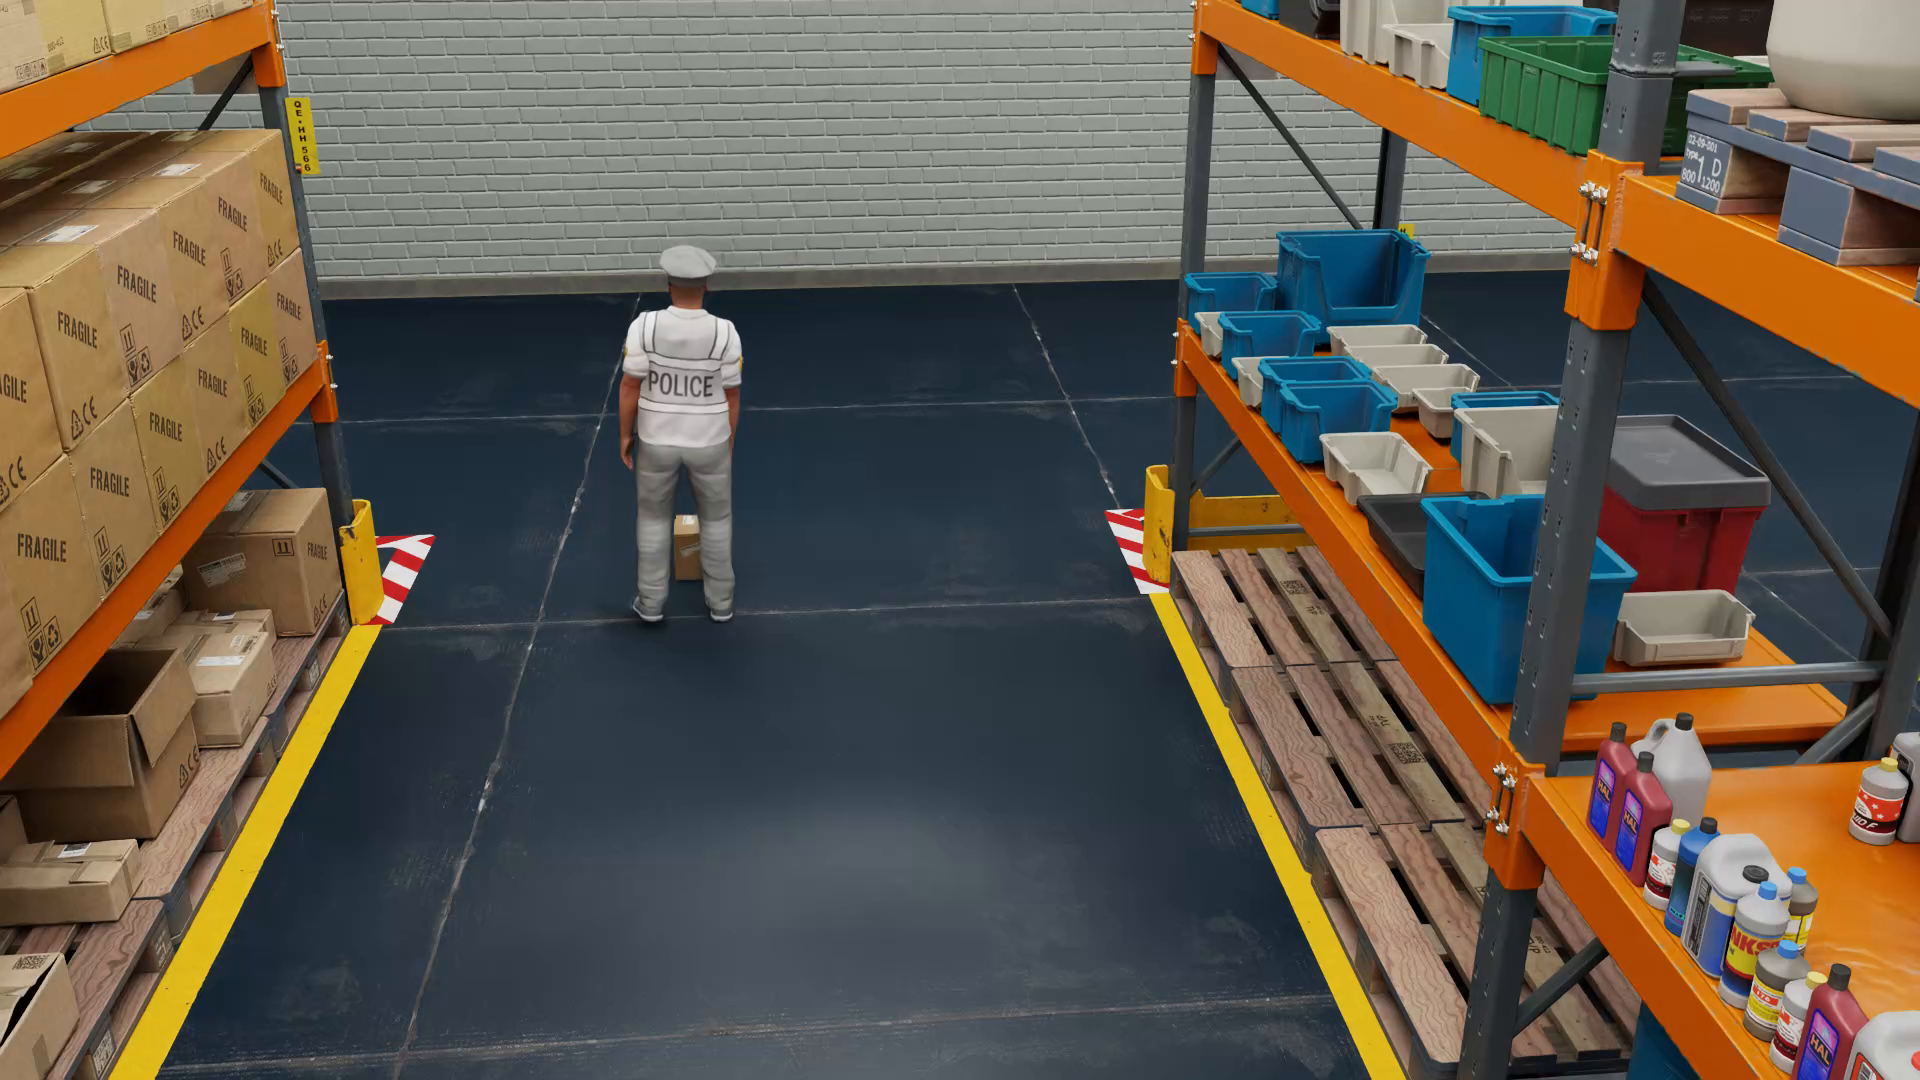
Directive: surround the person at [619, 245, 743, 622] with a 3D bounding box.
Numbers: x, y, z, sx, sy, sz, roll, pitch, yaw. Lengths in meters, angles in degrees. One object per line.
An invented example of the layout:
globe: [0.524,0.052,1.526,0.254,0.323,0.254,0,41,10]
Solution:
person: [-1.273,-0.464,7.627,0.596,1.776,0.396,-2,24,-4]
